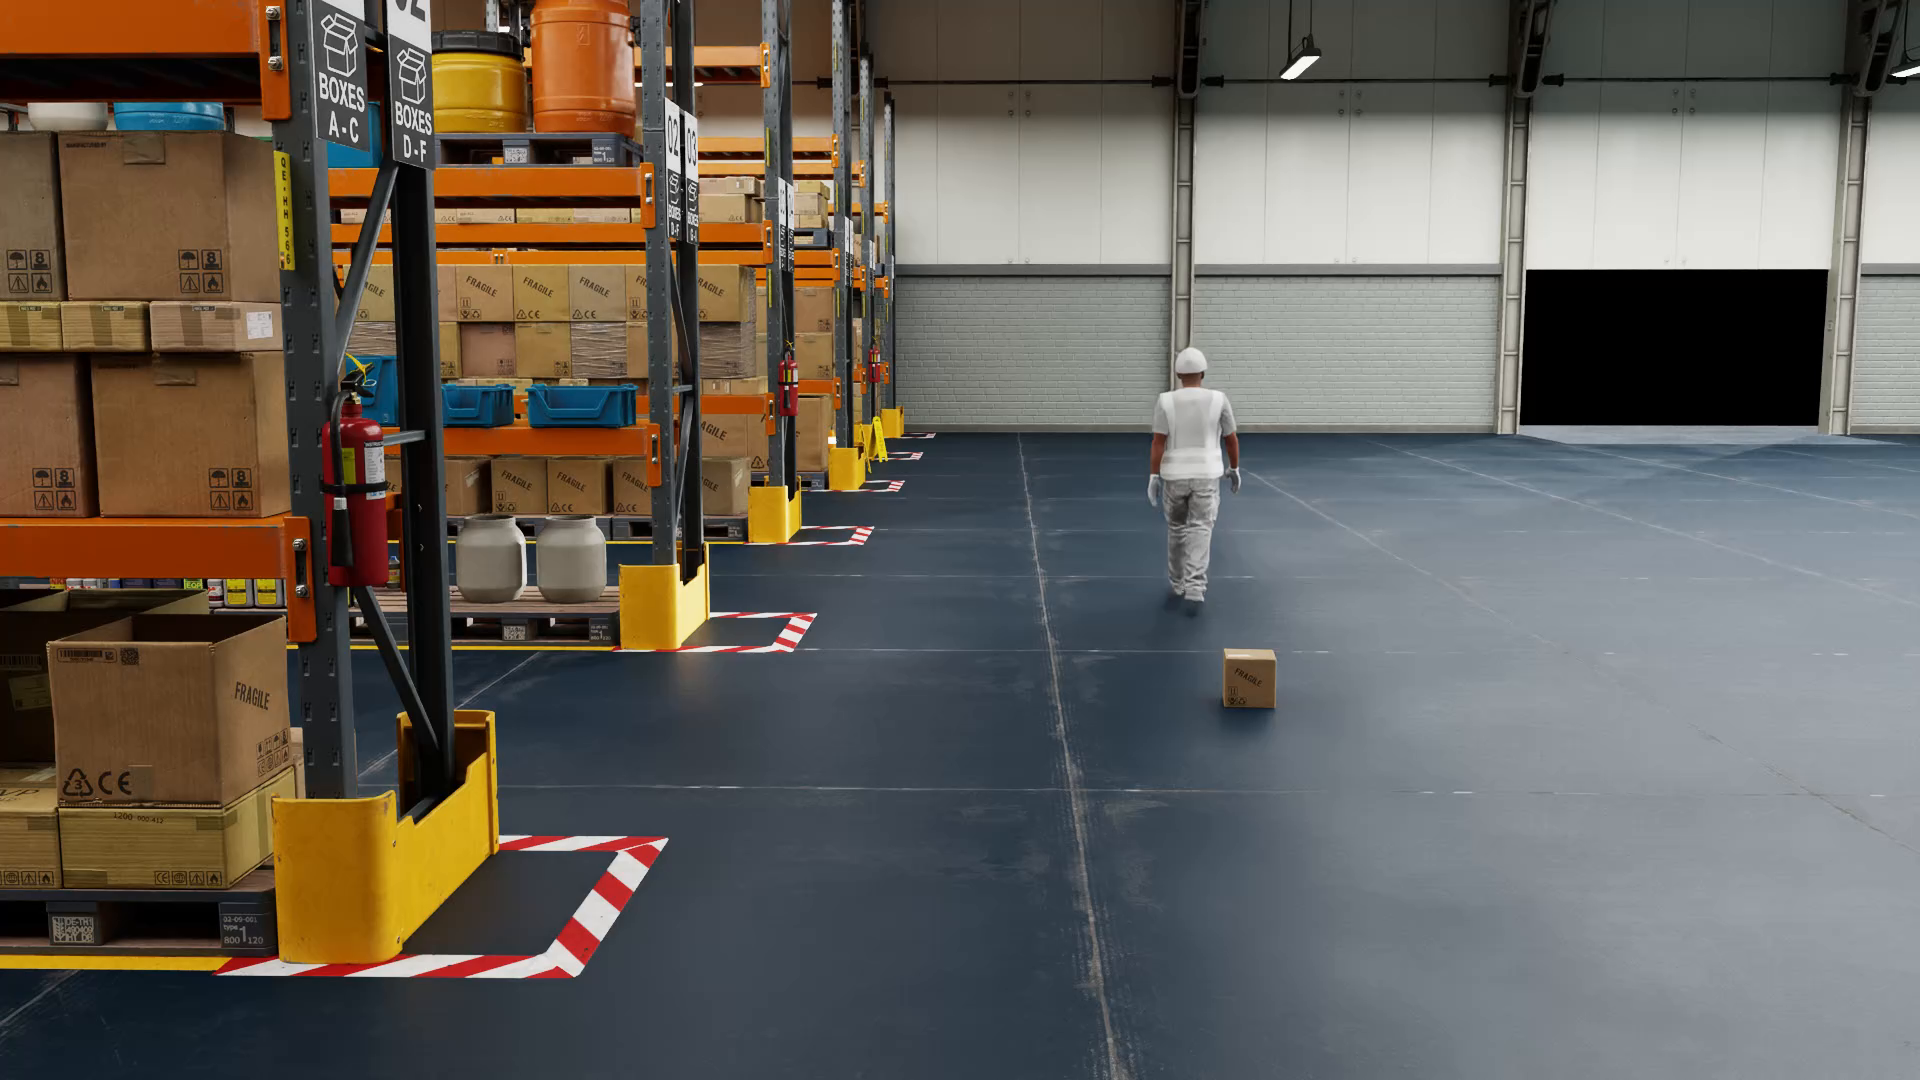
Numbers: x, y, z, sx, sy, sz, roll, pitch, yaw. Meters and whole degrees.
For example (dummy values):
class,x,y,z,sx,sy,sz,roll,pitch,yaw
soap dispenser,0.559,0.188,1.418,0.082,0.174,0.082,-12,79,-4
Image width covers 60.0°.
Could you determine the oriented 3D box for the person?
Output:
class,x,y,z,sx,sy,sz,roll,pitch,yaw
person,1.608,-0.443,11.373,0.604,1.740,1.054,2,7,12
